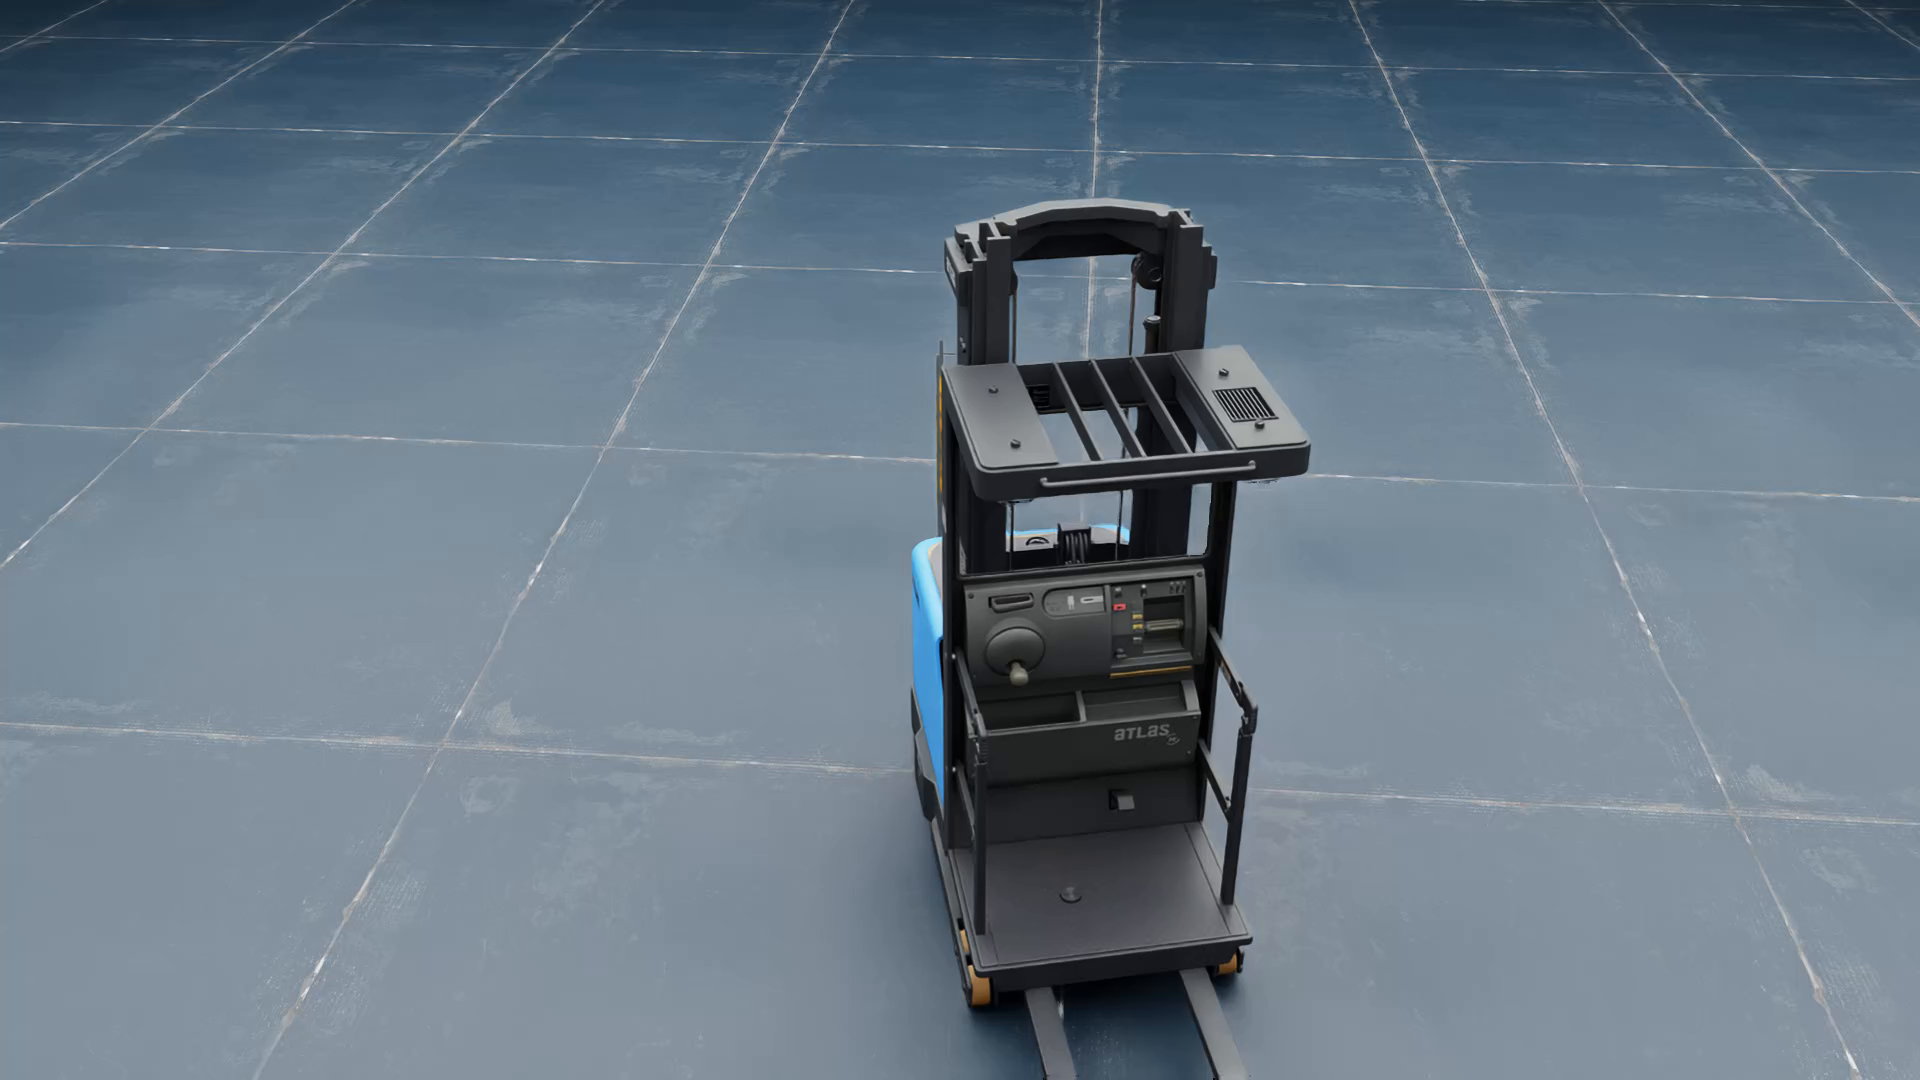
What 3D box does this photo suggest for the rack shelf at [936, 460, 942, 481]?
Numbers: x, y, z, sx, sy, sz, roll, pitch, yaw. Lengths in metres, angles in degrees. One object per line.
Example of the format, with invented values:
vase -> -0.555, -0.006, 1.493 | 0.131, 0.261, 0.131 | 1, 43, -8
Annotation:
rack shelf -> 0.001, -0.378, 9.314 | 0.258, 0.103, 0.180 | 2, 32, 4

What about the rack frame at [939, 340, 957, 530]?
rack frame -> 0.009, -0.566, 9.305 | 0.240, 1.200, 0.006 | 2, 32, 4

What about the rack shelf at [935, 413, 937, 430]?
rack shelf -> 0.001, -0.685, 9.125 | 0.258, 0.103, 0.180 | 2, 32, 4

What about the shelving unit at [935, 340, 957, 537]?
shelving unit -> 0.001, -0.518, 9.228 | 0.258, 1.200, 0.189 | 2, 32, 4

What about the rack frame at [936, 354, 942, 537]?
rack frame -> -0.006, -0.471, 9.150 | 0.240, 1.200, 0.006 | 2, 32, 4

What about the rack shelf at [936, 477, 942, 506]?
rack shelf -> 0.001, -0.276, 9.377 | 0.258, 0.103, 0.180 | 2, 32, 4

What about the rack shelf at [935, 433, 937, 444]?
rack shelf -> 0.001, -0.583, 9.188 | 0.258, 0.103, 0.180 | 2, 32, 4

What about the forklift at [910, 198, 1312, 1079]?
forklift -> 0.518, 0.381, 6.119 | 1.130, 2.935, 3.031 | -5, 32, -8

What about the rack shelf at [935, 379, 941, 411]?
rack shelf -> 0.001, -0.787, 9.062 | 0.258, 0.103, 0.180 | 2, 32, 4
